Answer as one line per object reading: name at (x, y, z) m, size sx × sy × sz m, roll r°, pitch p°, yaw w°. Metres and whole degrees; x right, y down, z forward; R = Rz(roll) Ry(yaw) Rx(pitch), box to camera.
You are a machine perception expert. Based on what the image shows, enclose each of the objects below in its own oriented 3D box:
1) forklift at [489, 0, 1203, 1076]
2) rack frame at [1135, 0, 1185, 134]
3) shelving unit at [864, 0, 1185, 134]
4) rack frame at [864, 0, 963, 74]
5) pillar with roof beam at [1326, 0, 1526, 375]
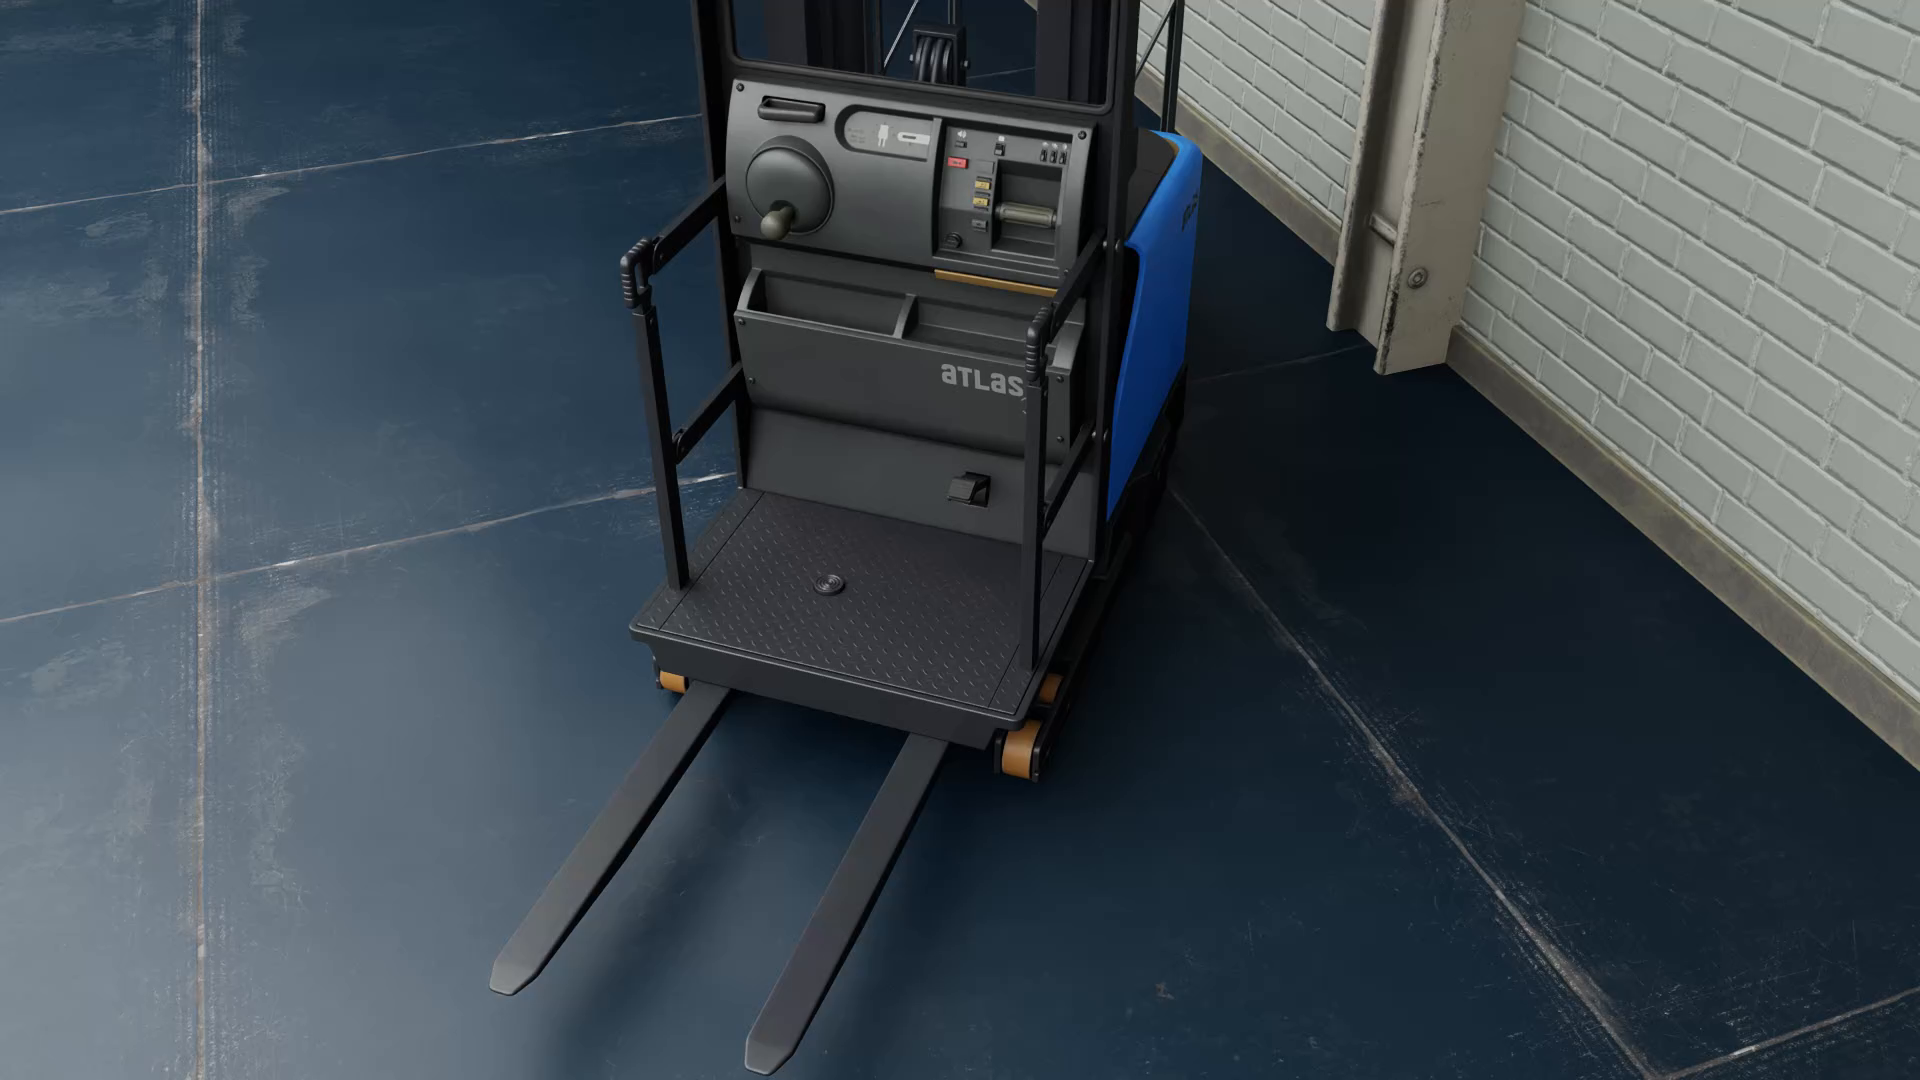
forklift at (-0.206, -0.817, 3.899) m, size 1.130 × 2.935 × 3.031 m, roll 12°, pitch 39°, yaw 15°
rack frame at (0.556, -1.241, 5.650) m, size 0.032 × 1.500 × 0.500 m, roll 30°, pitch 46°, yaw 34°
shelving unit at (0.191, -1.453, 5.933) m, size 1.048 × 1.500 × 0.538 m, roll 30°, pitch 46°, yaw 34°
rack frame at (-0.175, -1.666, 6.215) m, size 0.032 × 1.500 × 0.500 m, roll 30°, pitch 46°, yaw 34°
pillar with roof beam at (-2.437, -3.445, 2.344) m, size 9.100 × 9.000 × 0.400 m, roll -12°, pitch 39°, yaw -16°
